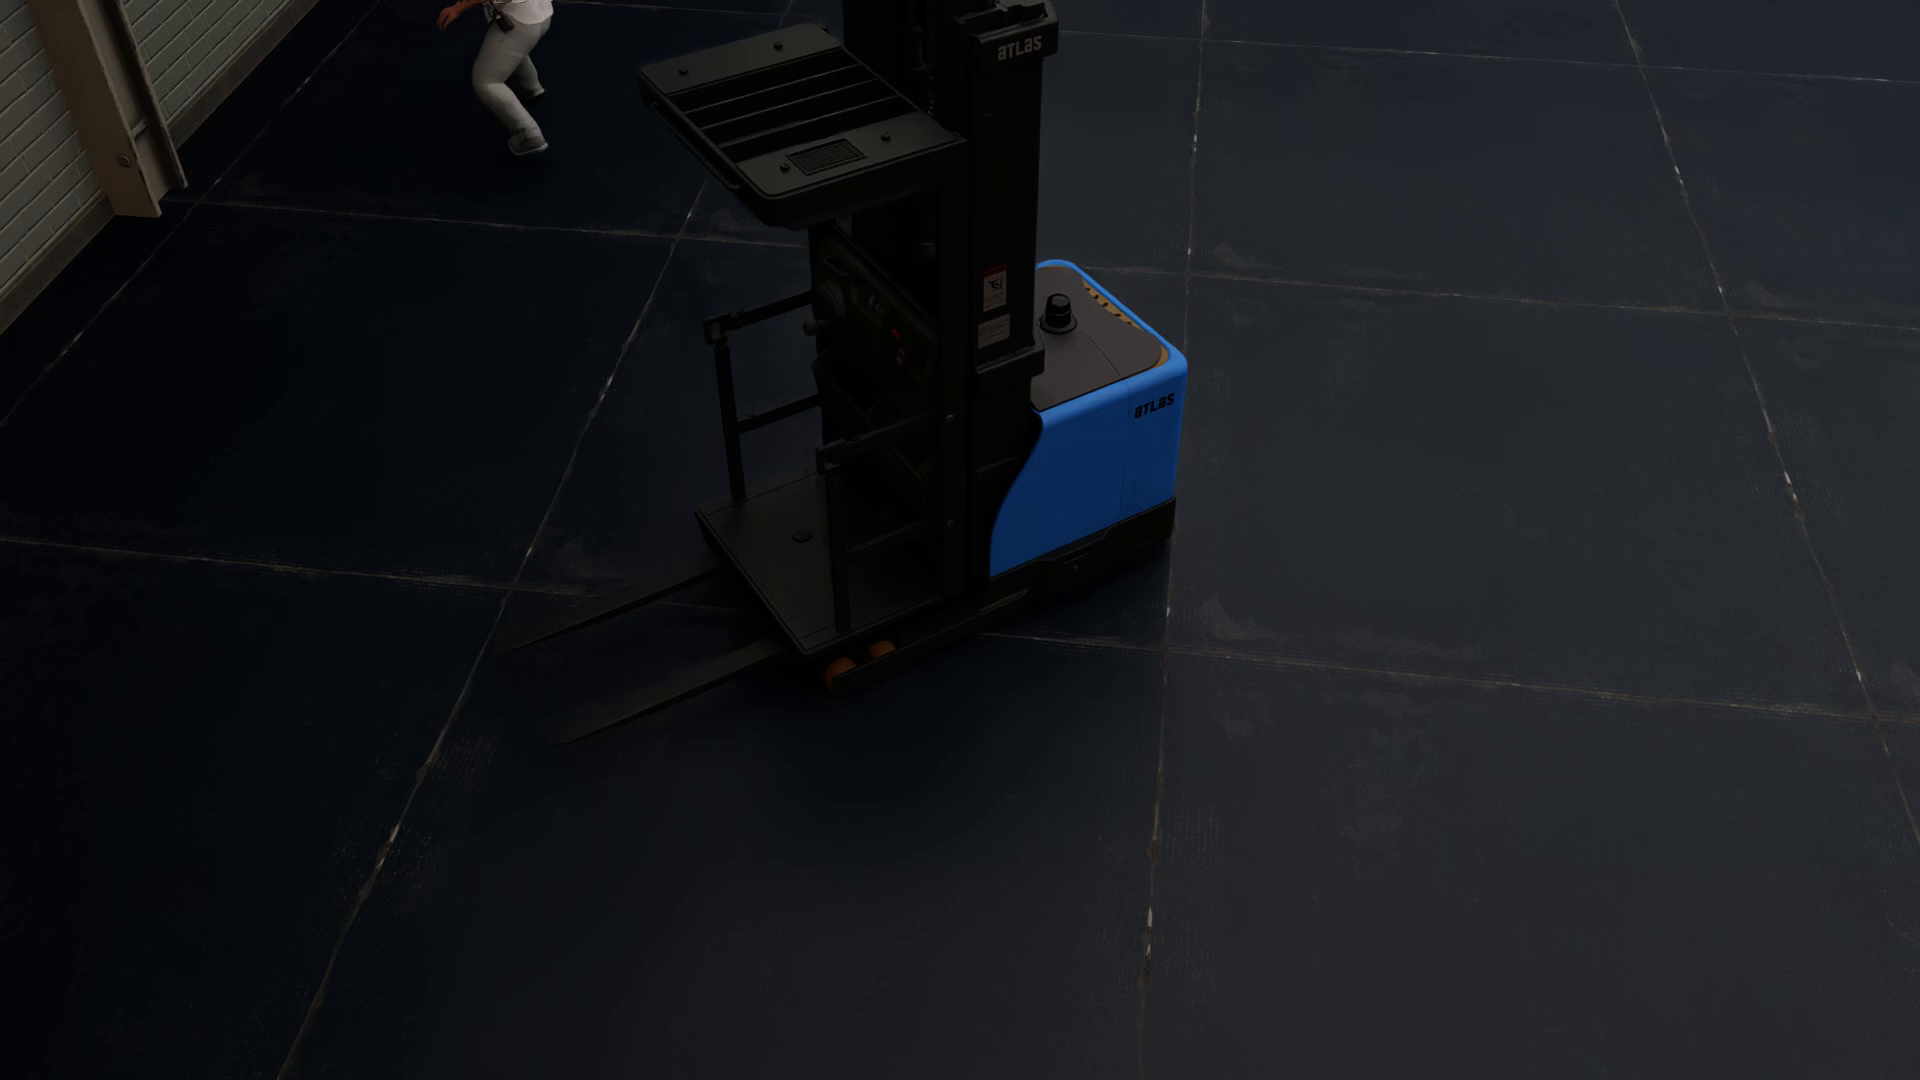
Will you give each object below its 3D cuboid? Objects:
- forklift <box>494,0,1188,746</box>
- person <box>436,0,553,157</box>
[{"bbox_3d":[-0.523,-0.820,6.617,3.031,2.935,1.130,-23,47,-23],"label":"forklift"},{"bbox_3d":[-2.793,-3.263,10.345,0.546,1.693,1.156,4,43,4],"label":"person"}]
